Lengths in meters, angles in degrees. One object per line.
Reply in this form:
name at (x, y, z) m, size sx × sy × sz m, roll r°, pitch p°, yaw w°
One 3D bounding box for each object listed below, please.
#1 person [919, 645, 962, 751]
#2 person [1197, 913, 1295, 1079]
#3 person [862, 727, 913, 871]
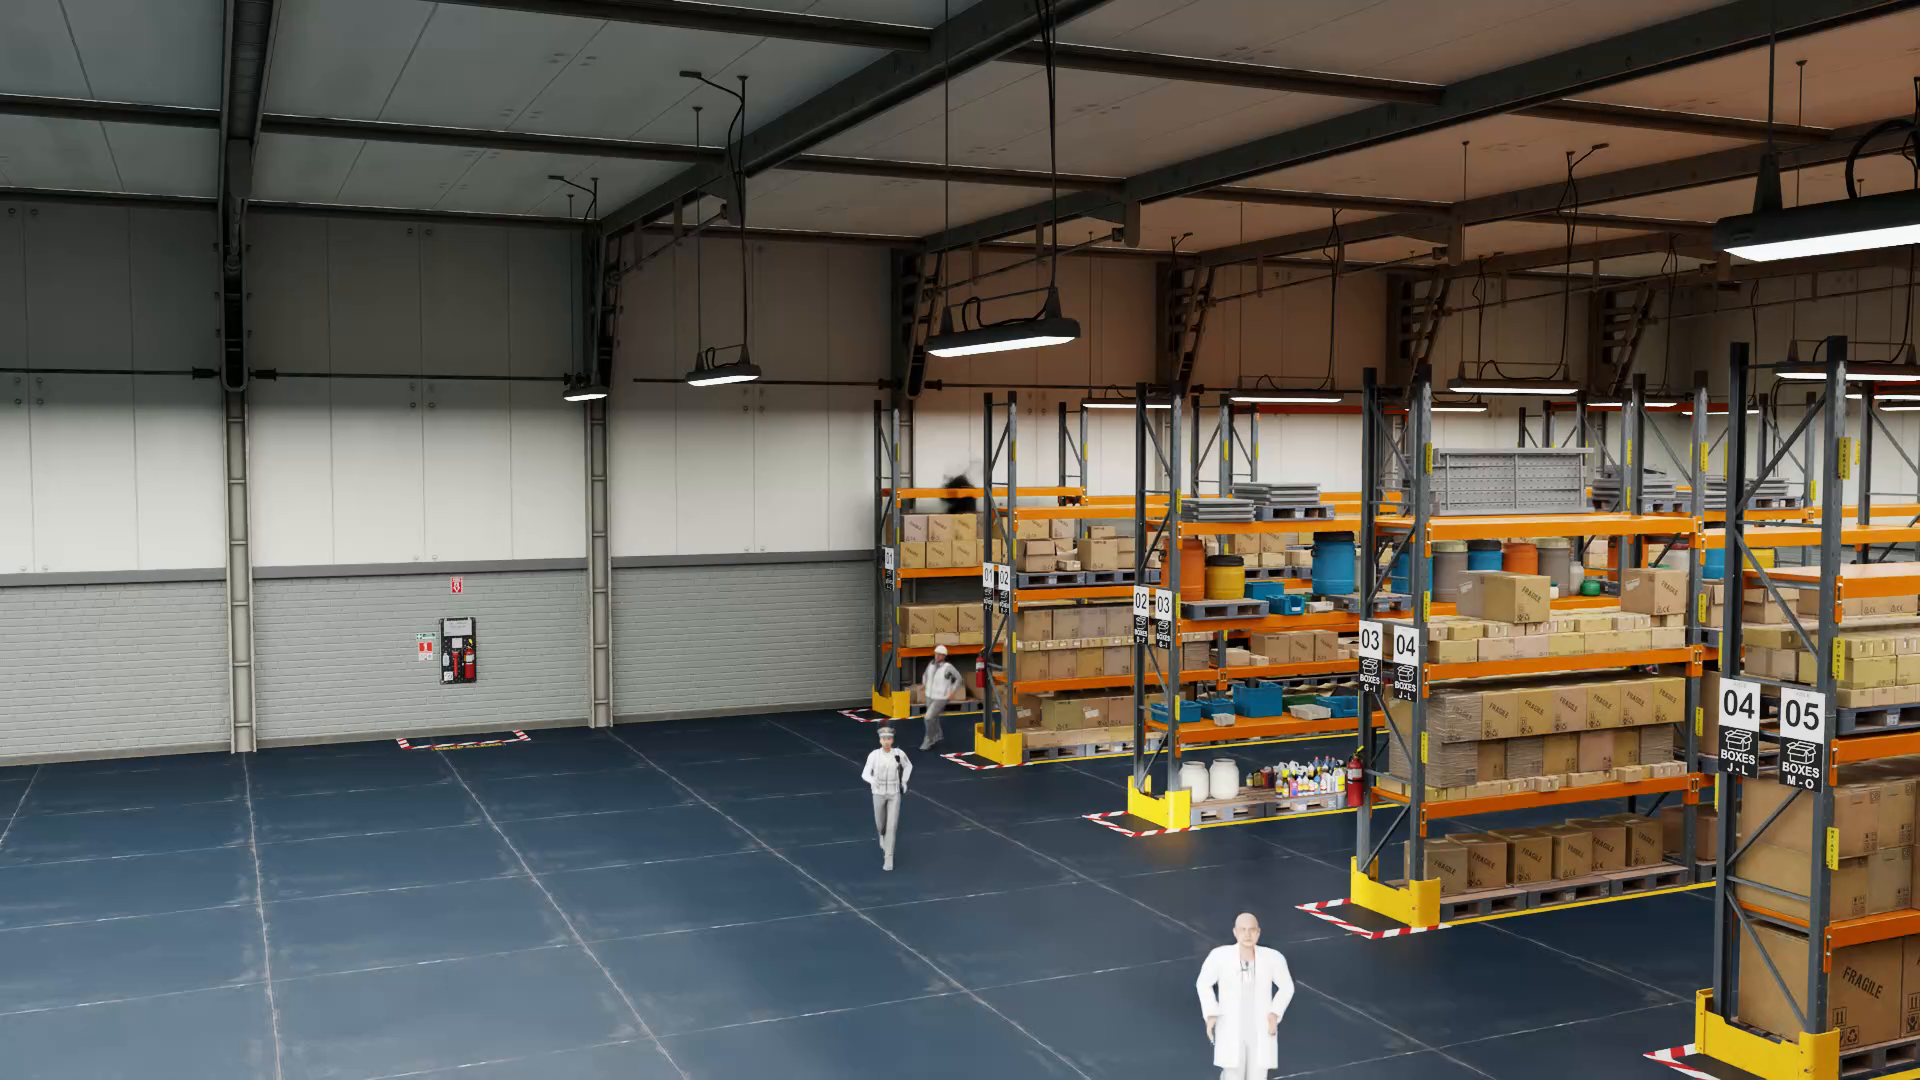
person at (-0.370, 2.667, 28.107) m, size 0.727 × 1.795 × 0.695 m, roll 3°, pitch 4°, yaw 42°
person at (2.096, 3.592, 12.203) m, size 0.711 × 1.735 × 0.656 m, roll 0°, pitch 3°, yaw 5°
person at (-0.890, 3.126, 20.419) m, size 0.616 × 1.692 × 0.901 m, roll 0°, pitch 3°, yaw -2°
